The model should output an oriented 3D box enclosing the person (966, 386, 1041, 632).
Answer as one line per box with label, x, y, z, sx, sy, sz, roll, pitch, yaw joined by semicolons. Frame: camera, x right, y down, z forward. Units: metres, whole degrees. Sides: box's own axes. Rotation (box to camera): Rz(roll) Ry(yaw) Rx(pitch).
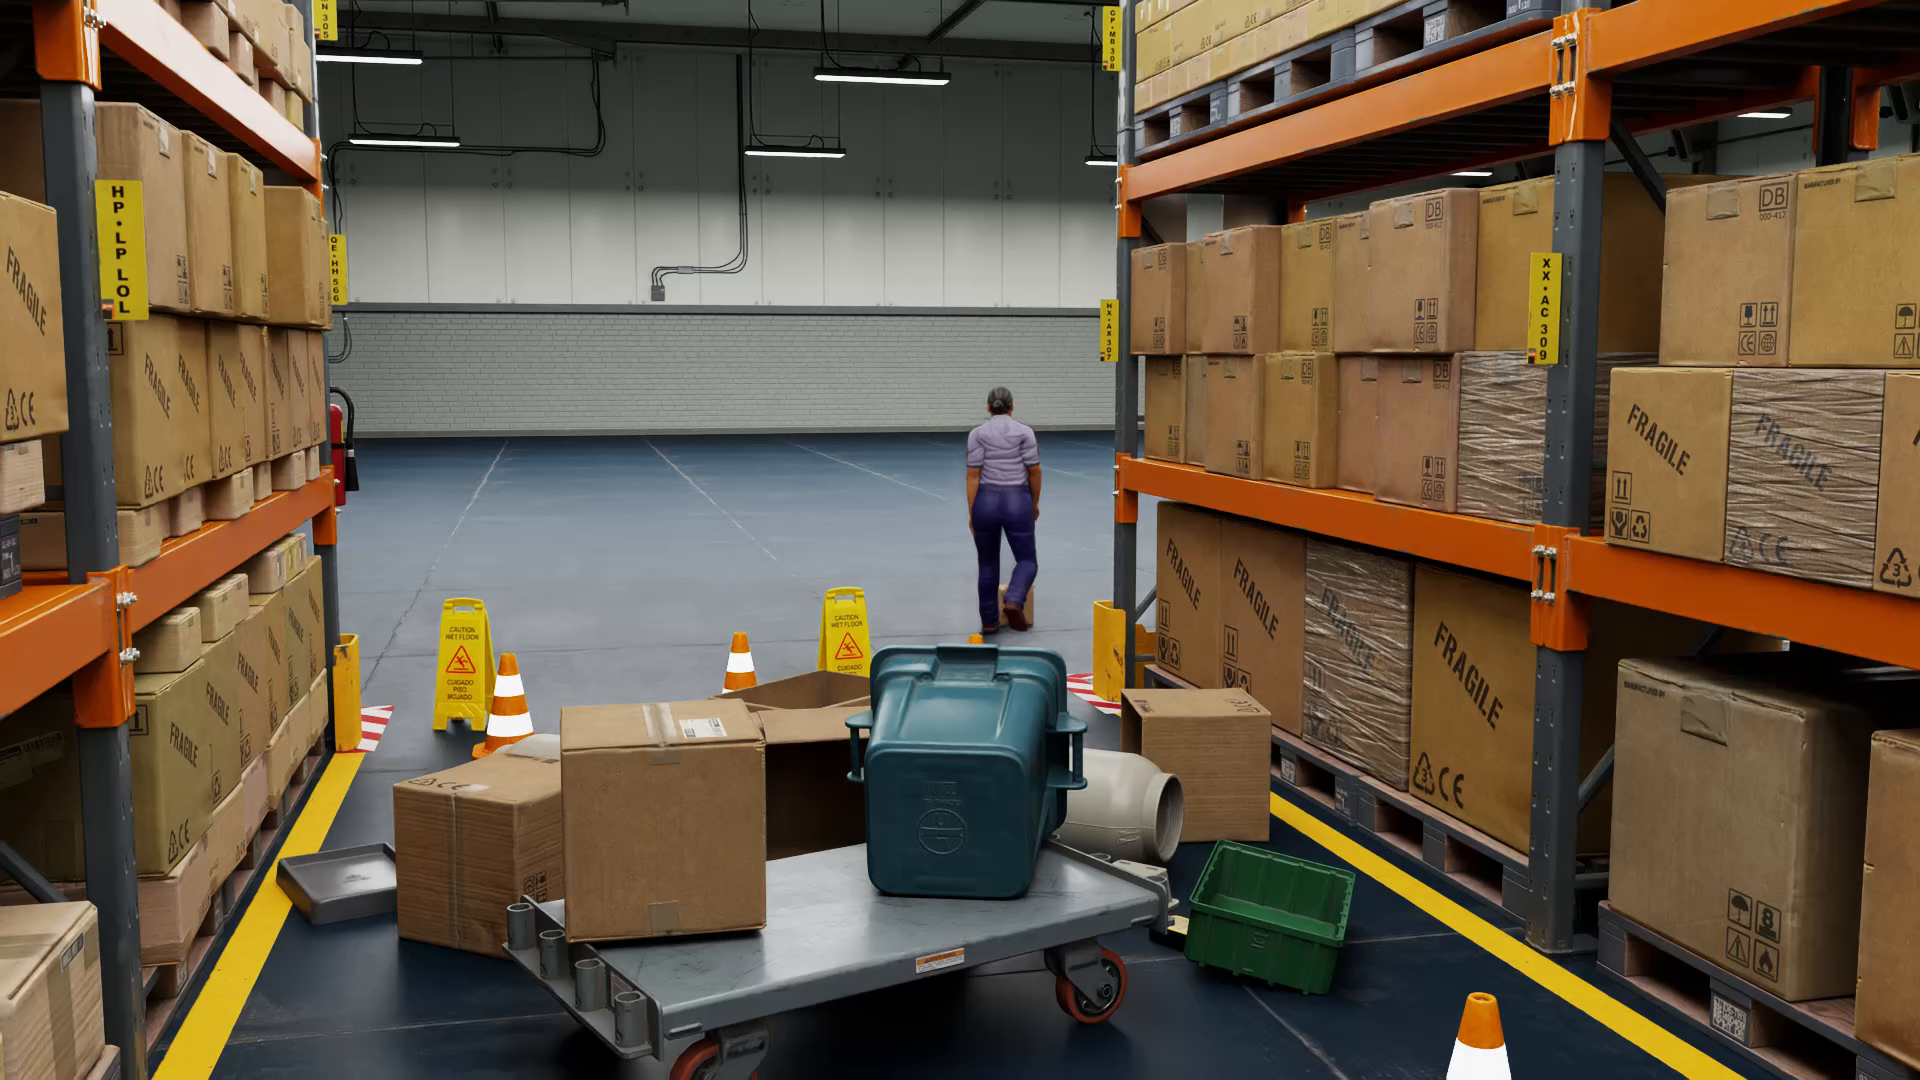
person;0.284;-0.185;10.835;0.482;1.628;0.787;1;6;9
